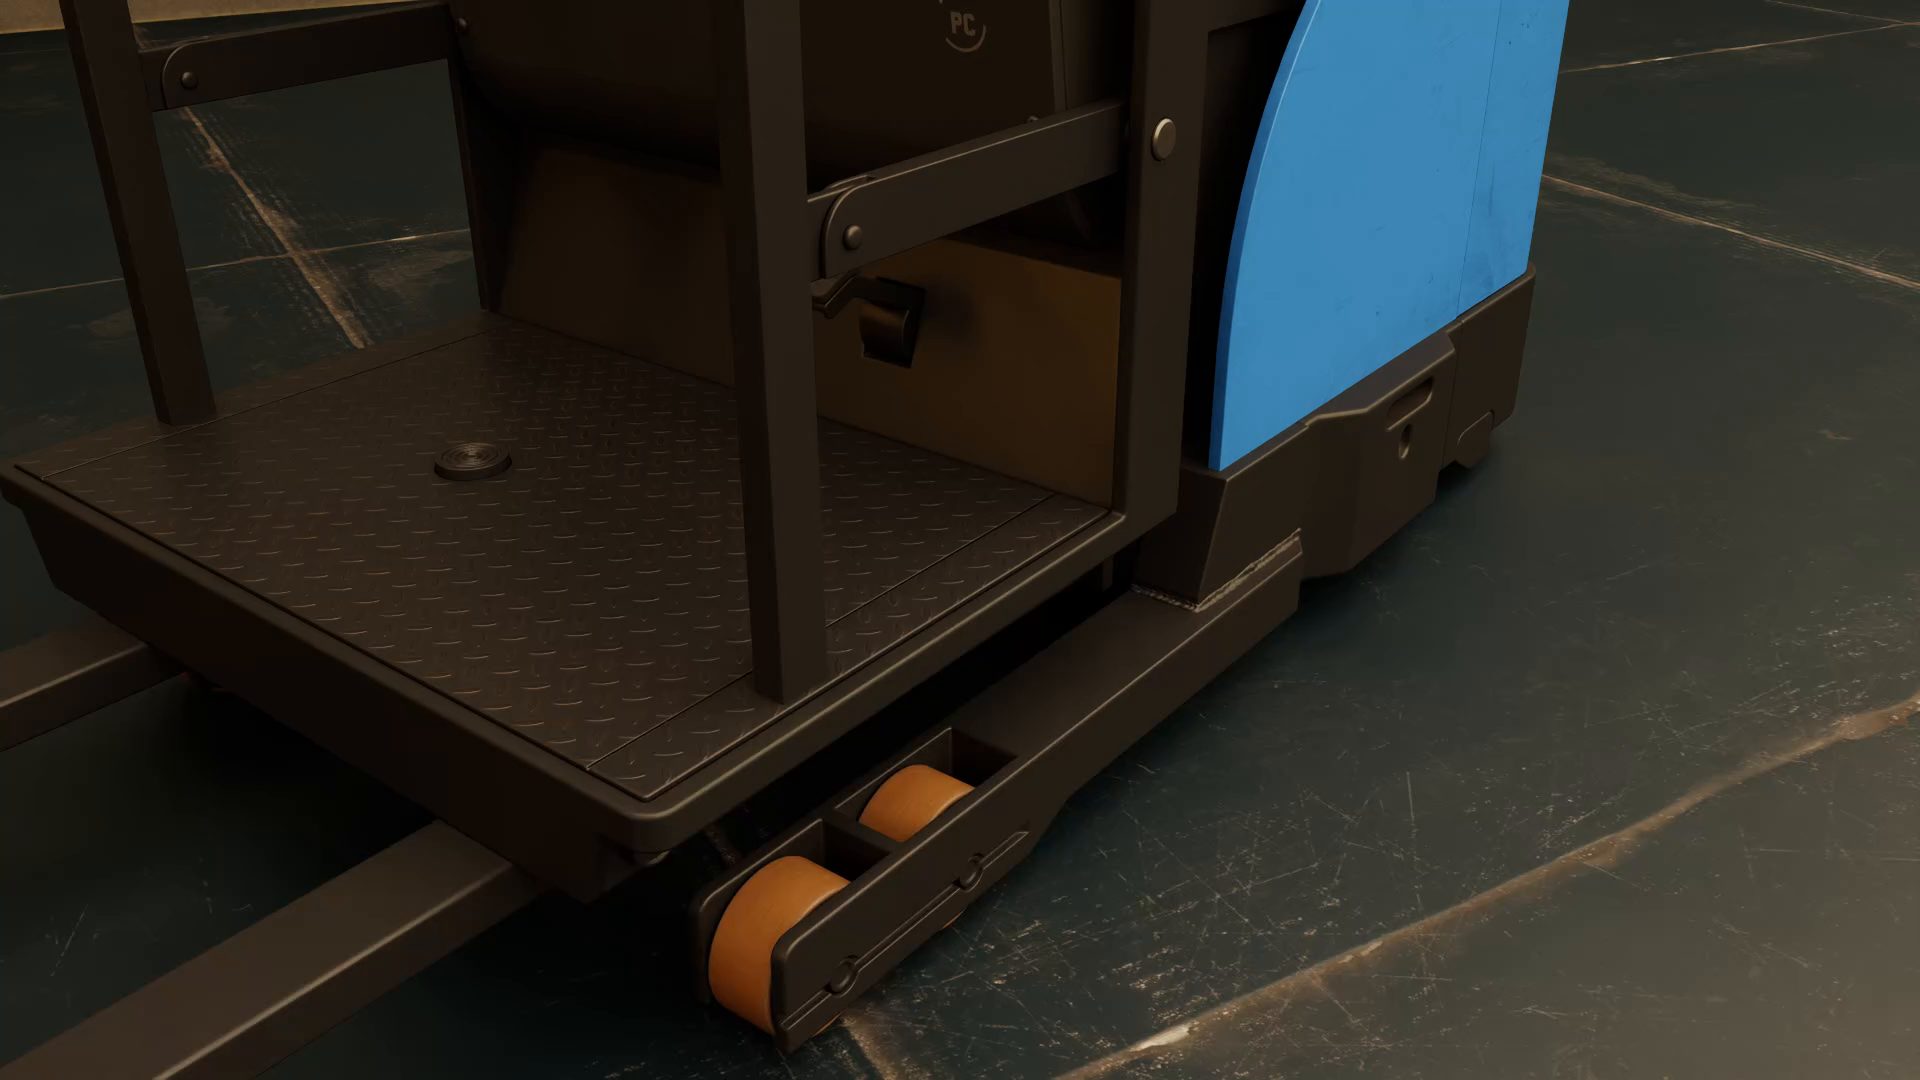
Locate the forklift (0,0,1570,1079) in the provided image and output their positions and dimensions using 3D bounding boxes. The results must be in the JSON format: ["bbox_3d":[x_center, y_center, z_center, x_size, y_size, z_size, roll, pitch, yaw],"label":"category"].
[{"bbox_3d":[-0.375,-1.090,1.409,1.130,2.935,3.031,19,33,33],"label":"forklift"}]
